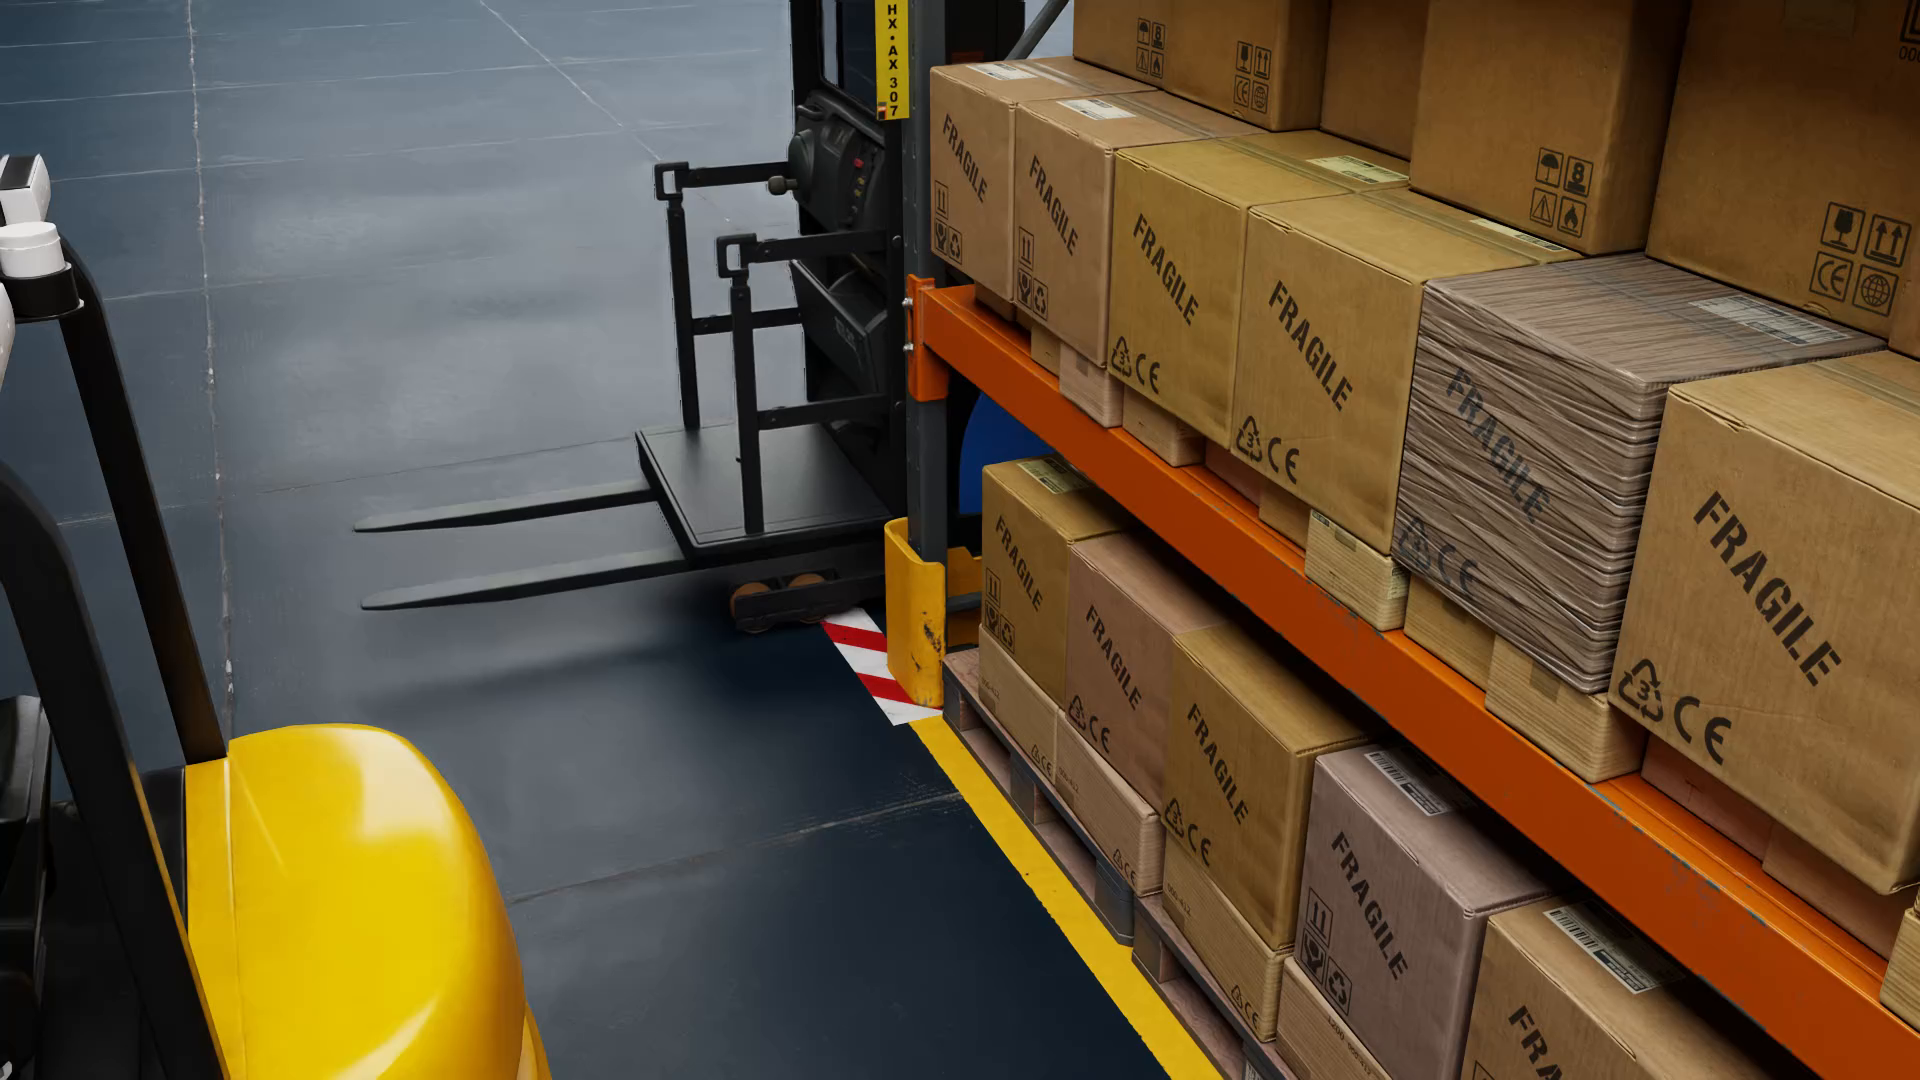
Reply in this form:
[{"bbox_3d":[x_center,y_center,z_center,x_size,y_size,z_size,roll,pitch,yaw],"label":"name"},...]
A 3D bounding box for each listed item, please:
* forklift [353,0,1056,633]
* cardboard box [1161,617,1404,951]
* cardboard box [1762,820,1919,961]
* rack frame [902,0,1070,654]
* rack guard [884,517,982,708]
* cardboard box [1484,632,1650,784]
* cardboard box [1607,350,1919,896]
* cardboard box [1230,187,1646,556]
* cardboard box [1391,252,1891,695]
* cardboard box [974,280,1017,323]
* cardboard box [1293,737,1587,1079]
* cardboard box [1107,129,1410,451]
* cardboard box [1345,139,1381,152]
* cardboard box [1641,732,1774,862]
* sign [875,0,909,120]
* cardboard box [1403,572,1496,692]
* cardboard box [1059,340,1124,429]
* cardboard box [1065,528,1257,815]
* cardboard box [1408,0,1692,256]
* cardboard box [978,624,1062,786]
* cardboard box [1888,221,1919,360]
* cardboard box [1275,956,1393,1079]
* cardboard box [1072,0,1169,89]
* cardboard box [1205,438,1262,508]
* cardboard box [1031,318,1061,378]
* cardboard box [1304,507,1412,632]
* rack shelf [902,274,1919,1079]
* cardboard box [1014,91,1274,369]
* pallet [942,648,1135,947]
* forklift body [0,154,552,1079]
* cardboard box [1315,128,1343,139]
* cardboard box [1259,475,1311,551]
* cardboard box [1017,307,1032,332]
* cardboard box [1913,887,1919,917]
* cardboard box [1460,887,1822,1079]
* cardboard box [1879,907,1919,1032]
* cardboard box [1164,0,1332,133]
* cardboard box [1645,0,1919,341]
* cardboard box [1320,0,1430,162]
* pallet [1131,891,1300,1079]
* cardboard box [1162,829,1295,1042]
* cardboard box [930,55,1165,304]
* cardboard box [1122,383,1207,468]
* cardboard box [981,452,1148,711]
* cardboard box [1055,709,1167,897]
[{"bbox_3d":[-0.600,-1.265,5.500,3.031,2.935,1.130,-9,27,-18],"label":"forklift"},{"bbox_3d":[0.787,0.490,3.627,0.500,0.500,0.500,-10,28,-20],"label":"cardboard box"},{"bbox_3d":[1.344,0.416,2.266,0.380,0.149,0.250,-10,28,-20],"label":"cardboard box"},{"bbox_3d":[0.318,-1.016,4.913,1.000,3.000,0.127,-11,28,-21],"label":"rack frame"},{"bbox_3d":[0.348,0.138,5.398,1.175,0.500,0.348,-11,28,-21],"label":"rack guard"},{"bbox_3d":[1.077,0.224,2.658,0.380,0.149,0.250,-11,28,-21],"label":"cardboard box"},{"bbox_3d":[1.274,0.077,2.221,0.500,0.500,0.500,-10,28,-19],"label":"cardboard box"},{"bbox_3d":[0.862,-0.338,3.071,0.500,0.500,0.500,-11,28,-22],"label":"cardboard box"},{"bbox_3d":[1.067,-0.132,2.649,0.500,0.500,0.500,-10,28,-19],"label":"cardboard box"},{"bbox_3d":[0.261,-0.731,4.614,0.380,0.149,0.250,-10,28,-20],"label":"cardboard box"},{"bbox_3d":[1.004,0.705,3.188,0.500,0.500,0.500,-9,27,-18],"label":"cardboard box"},{"bbox_3d":[0.655,-0.542,3.488,0.500,0.500,0.500,-11,28,-22],"label":"cardboard box"},{"bbox_3d":[1.169,-0.618,3.643,0.500,0.500,0.500,-11,28,-21],"label":"cardboard box"},{"bbox_3d":[1.259,0.313,2.477,0.380,0.149,0.250,-11,28,-21],"label":"cardboard box"},{"bbox_3d":[-0.181,-1.312,4.532,0.100,0.325,0.005,-11,28,-21],"label":"sign"},{"bbox_3d":[1.005,0.116,2.880,0.380,0.149,0.250,-11,28,-22],"label":"cardboard box"},{"bbox_3d":[0.459,-0.400,3.937,0.380,0.149,0.250,-10,28,-20],"label":"cardboard box"},{"bbox_3d":[0.598,0.287,4.045,0.500,0.500,0.500,-12,28,-23],"label":"cardboard box"},{"bbox_3d":[1.272,-0.856,2.993,0.700,0.500,0.500,-11,28,-21],"label":"cardboard box"},{"bbox_3d":[0.380,0.404,4.660,0.500,0.250,0.500,-11,28,-21],"label":"cardboard box"},{"bbox_3d":[1.732,-0.454,2.169,0.700,0.500,0.500,-10,28,-20],"label":"cardboard box"},{"bbox_3d":[0.993,1.034,3.370,0.500,0.250,0.500,-10,28,-20],"label":"cardboard box"},{"bbox_3d":[0.719,-1.476,4.261,0.700,0.500,0.500,-11,28,-22],"label":"cardboard box"},{"bbox_3d":[0.750,-0.205,3.537,0.380,0.149,0.250,-10,28,-19],"label":"cardboard box"},{"bbox_3d":[0.402,-0.510,4.162,0.380,0.149,0.250,-12,28,-22],"label":"cardboard box"},{"bbox_3d":[0.871,0.018,3.080,0.380,0.149,0.250,-10,28,-20],"label":"cardboard box"},{"bbox_3d":[1.101,0.114,3.417,1.077,0.370,4.000,-11,28,-21],"label":"rack shelf"},{"bbox_3d":[0.454,-0.747,3.909,0.500,0.500,0.500,-10,28,-19],"label":"cardboard box"},{"bbox_3d":[0.634,0.601,4.778,1.003,0.211,1.213,-11,28,-21],"label":"pallet"},{"bbox_3d":[-1.826,0.672,2.423,2.313,2.155,1.214,-11,28,-21],"label":"forklift body"},{"bbox_3d":[0.976,-0.820,4.058,0.500,0.500,0.500,-11,28,-20],"label":"cardboard box"},{"bbox_3d":[0.826,-0.093,3.309,0.380,0.149,0.250,-11,28,-22],"label":"cardboard box"},{"bbox_3d":[0.373,-0.631,4.410,0.380,0.149,0.250,-10,28,-20],"label":"cardboard box"},{"bbox_3d":[1.482,0.283,1.798,0.500,0.500,0.500,-11,28,-22],"label":"cardboard box"},{"bbox_3d":[1.205,0.911,2.767,0.500,0.500,0.500,-10,28,-20],"label":"cardboard box"},{"bbox_3d":[1.374,0.534,2.023,0.380,0.149,0.250,-10,28,-19],"label":"cardboard box"},{"bbox_3d":[0.910,-1.270,3.840,0.700,0.500,0.500,-10,28,-20],"label":"cardboard box"},{"bbox_3d":[1.560,-0.662,2.594,0.700,0.500,0.500,-11,28,-22],"label":"cardboard box"},{"bbox_3d":[1.205,-1.082,3.454,0.700,0.500,0.500,-11,28,-21],"label":"cardboard box"},{"bbox_3d":[1.107,1.093,3.770,1.003,0.211,1.213,-11,28,-21],"label":"pallet"},{"bbox_3d":[0.798,0.829,3.788,0.500,0.250,0.500,-9,27,-17],"label":"cardboard box"},{"bbox_3d":[0.248,-0.956,4.336,0.500,0.500,0.500,-11,28,-21],"label":"cardboard box"},{"bbox_3d":[0.591,-0.301,3.734,0.380,0.149,0.250,-10,28,-19],"label":"cardboard box"},{"bbox_3d":[0.389,0.076,4.476,0.500,0.500,0.500,-12,28,-22],"label":"cardboard box"},{"bbox_3d":[0.573,0.611,4.235,0.500,0.250,0.500,-10,28,-19],"label":"cardboard box"}]
